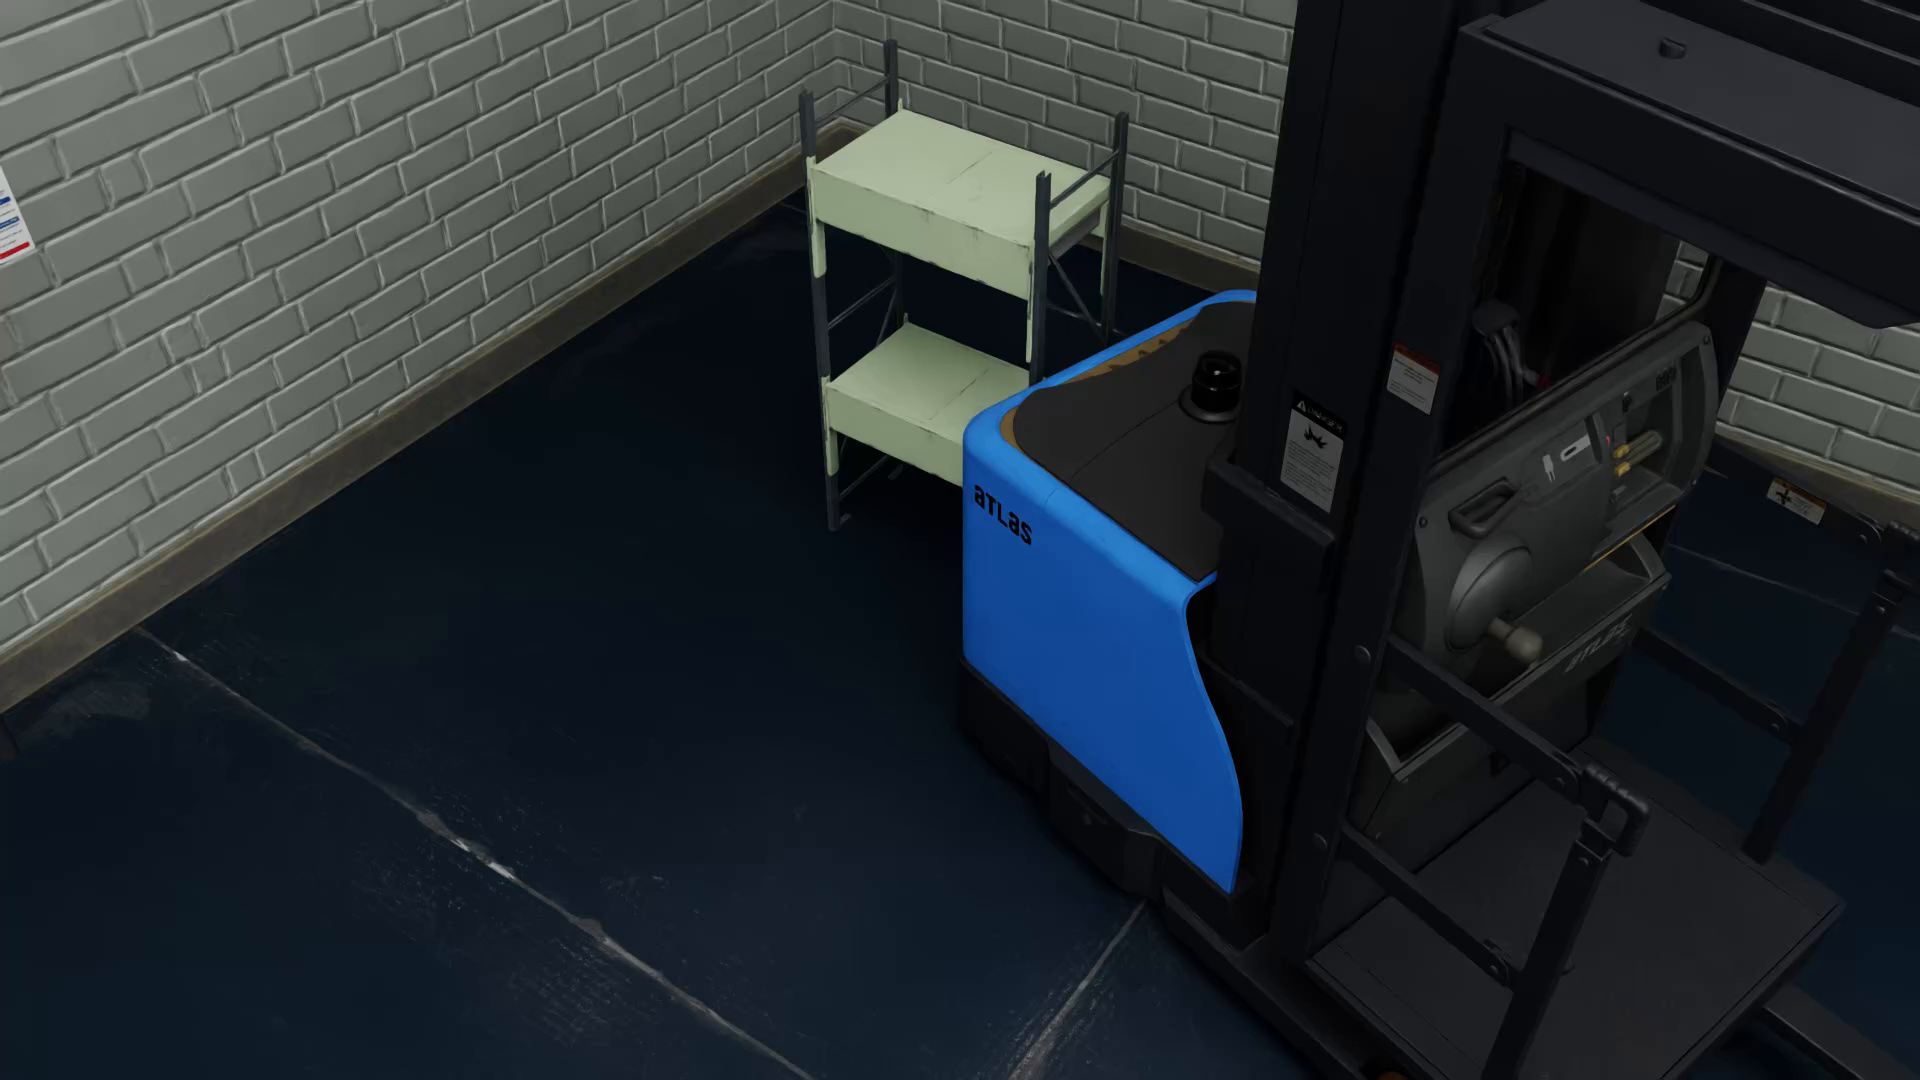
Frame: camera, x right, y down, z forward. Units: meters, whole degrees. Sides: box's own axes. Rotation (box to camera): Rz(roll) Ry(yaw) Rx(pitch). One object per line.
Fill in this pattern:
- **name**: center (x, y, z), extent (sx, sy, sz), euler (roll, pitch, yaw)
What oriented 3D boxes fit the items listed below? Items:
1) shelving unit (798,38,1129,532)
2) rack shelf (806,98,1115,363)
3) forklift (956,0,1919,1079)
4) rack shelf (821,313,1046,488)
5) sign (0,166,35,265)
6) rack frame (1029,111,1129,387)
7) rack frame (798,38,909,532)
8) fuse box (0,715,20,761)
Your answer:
- **shelving unit**: center (0.005, -0.556, 4.747), extent (0.755, 1.500, 0.431), euler (25, 48, 25)
- **rack shelf**: center (0.005, -0.847, 4.487), extent (0.720, 0.370, 0.431), euler (25, 48, 25)
- **forklift**: center (1.308, -0.016, 3.070), extent (1.130, 2.935, 3.031), euler (-28, 49, -28)
- **rack shelf**: center (0.005, -0.313, 4.964), extent (0.720, 0.370, 0.431), euler (25, 48, 25)
- **sign**: center (-2.475, -0.847, 4.019), extent (0.001, 0.494, 0.329), euler (25, 48, 25)
- **rack frame**: center (0.305, -0.416, 4.590), extent (0.023, 1.500, 0.400), euler (25, 48, 25)
- **rack frame**: center (-0.294, -0.697, 4.904), extent (0.023, 1.500, 0.400), euler (25, 48, 25)
- **fuse box**: center (-2.589, -0.054, 4.027), extent (0.414, 1.711, 0.539), euler (25, 48, 25)
